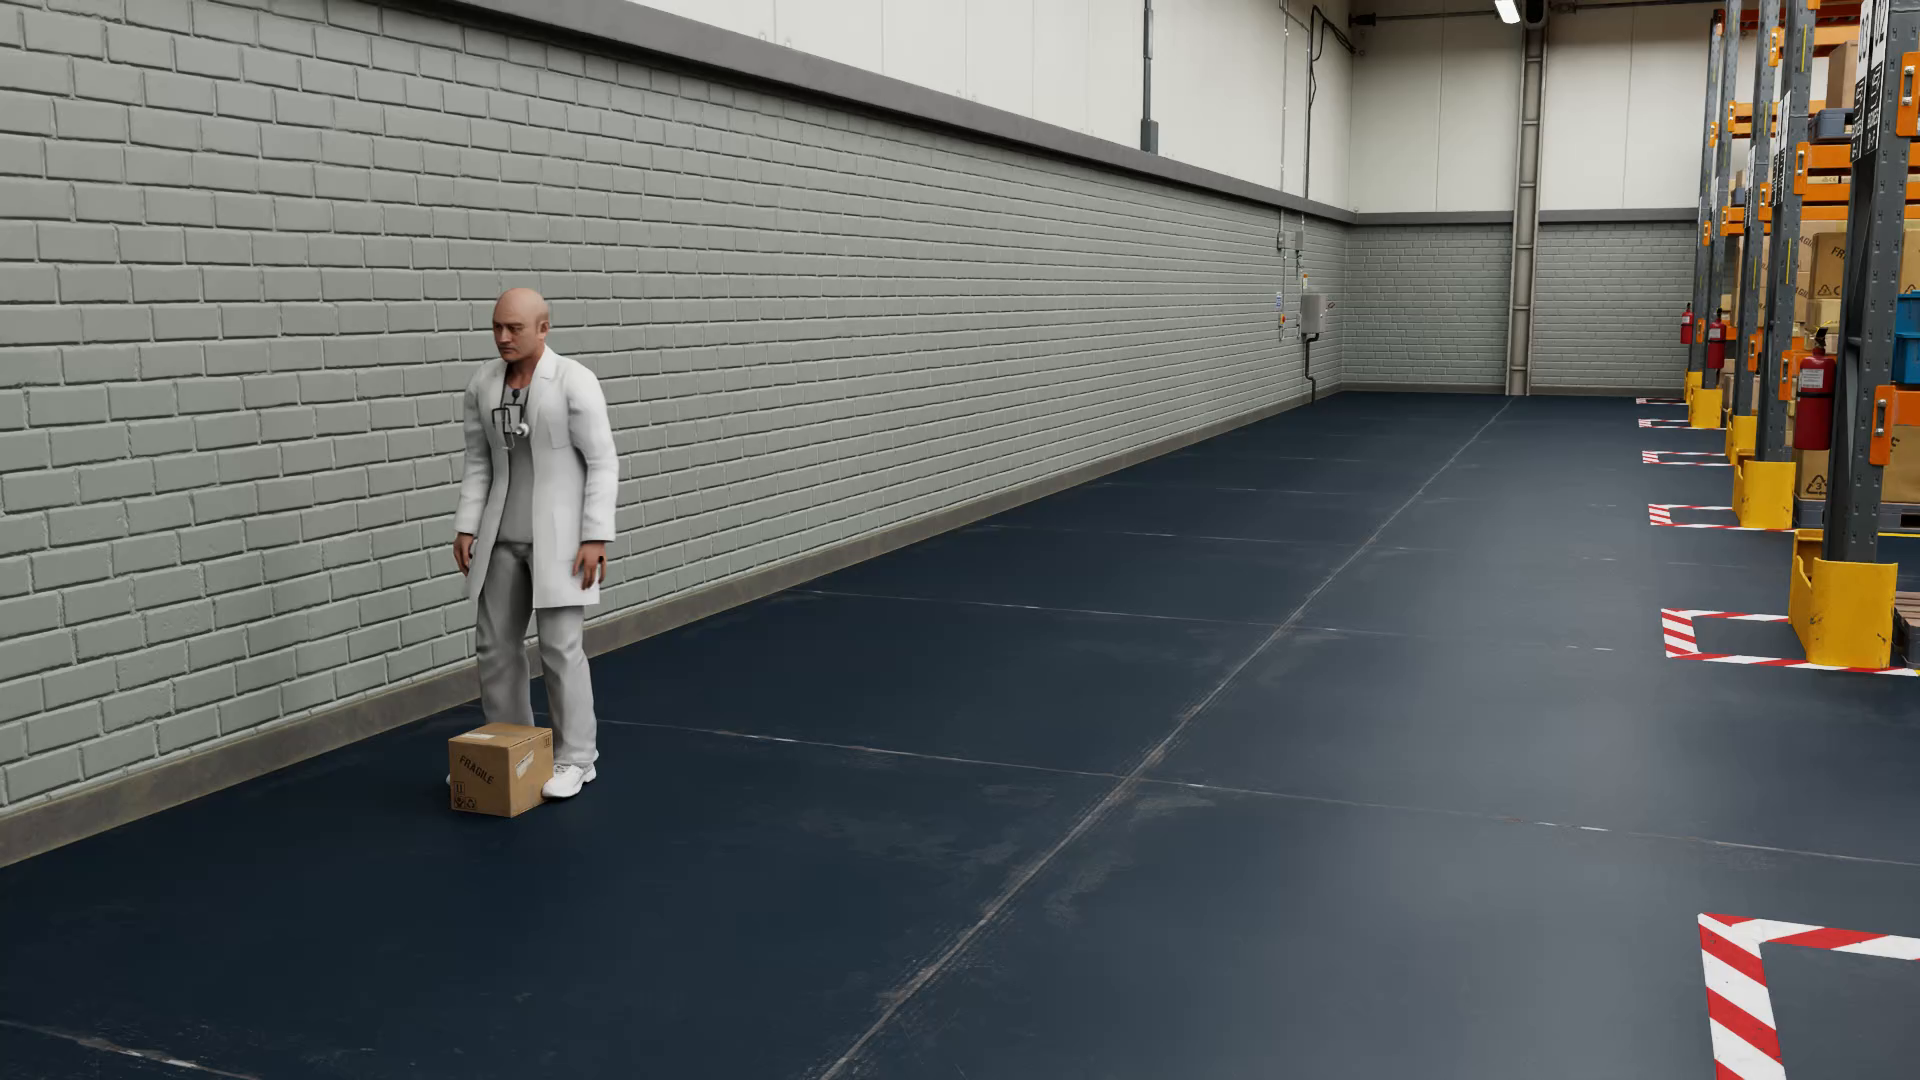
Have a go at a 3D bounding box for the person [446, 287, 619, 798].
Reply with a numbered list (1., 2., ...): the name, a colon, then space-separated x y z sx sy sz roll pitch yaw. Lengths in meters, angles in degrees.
1. person: -1.502 0.004 5.867 0.649 1.774 0.417 3 9 20
